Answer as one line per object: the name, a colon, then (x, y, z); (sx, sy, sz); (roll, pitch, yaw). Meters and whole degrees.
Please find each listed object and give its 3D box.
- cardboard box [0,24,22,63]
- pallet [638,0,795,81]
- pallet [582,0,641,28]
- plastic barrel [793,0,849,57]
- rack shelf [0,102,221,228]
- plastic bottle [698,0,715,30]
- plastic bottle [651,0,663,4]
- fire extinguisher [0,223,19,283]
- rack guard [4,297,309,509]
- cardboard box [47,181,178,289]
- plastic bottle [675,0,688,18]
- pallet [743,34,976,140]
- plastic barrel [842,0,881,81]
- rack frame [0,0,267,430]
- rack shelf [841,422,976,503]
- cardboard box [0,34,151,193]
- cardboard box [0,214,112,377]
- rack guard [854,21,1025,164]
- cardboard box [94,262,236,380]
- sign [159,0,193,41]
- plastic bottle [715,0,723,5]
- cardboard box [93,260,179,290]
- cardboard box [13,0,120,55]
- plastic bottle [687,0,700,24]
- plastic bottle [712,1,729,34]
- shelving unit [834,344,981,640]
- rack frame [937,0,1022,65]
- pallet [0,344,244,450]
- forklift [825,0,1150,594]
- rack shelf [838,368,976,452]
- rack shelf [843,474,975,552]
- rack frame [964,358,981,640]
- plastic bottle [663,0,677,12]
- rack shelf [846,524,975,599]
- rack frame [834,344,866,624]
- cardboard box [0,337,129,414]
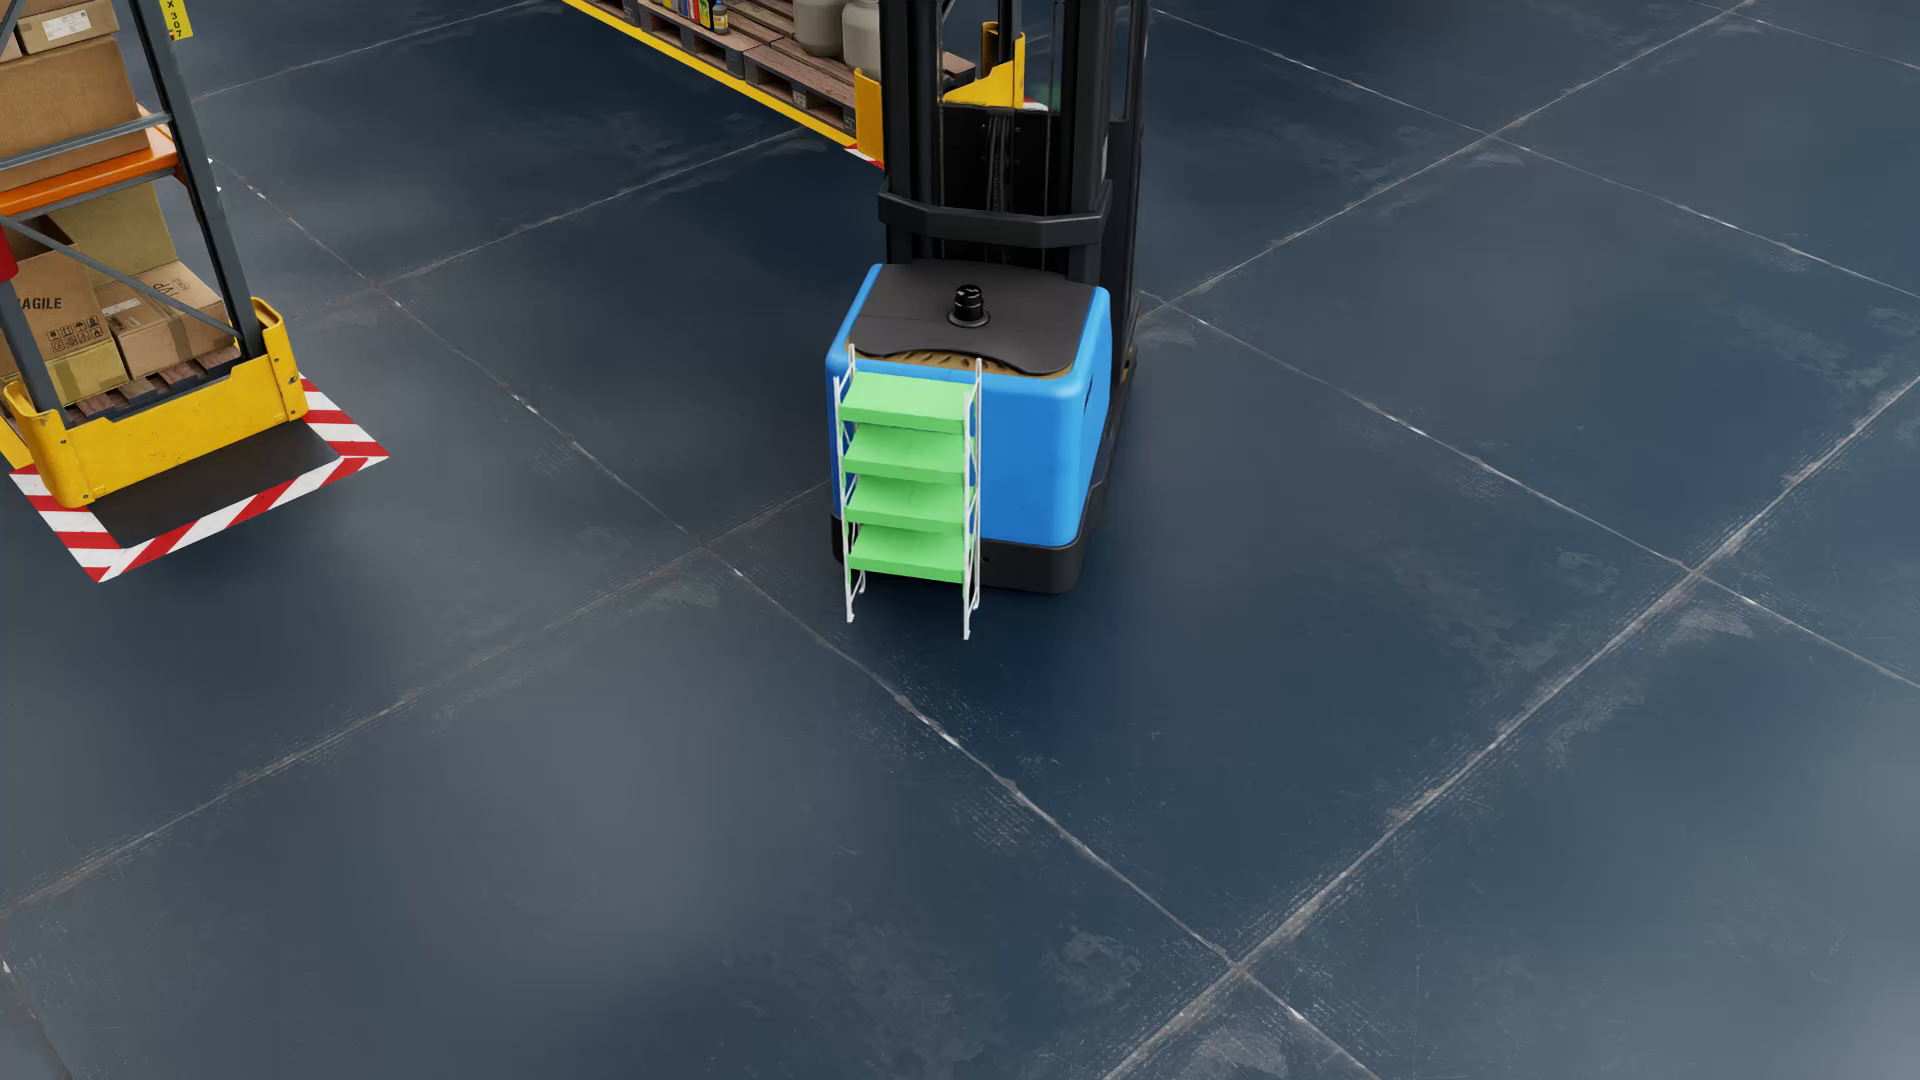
cardboard box: (-4.078, -2.016, 6.763); (0.380, 0.149, 0.250); (-31, 48, -32)
pallet: (-1.480, -3.605, 11.546); (1.003, 0.211, 1.213); (-30, 48, -32)
pallet: (-2.310, -4.170, 12.245); (1.003, 0.211, 1.213); (-30, 48, -32)
plastic barrel: (-0.868, -3.432, 10.758); (0.421, 0.512, 0.421); (0, 39, 0)
rack shelf: (-5.031, -2.275, 8.252); (1.077, 0.370, 4.000); (-30, 48, -32)
plastic bottle: (-1.685, -3.557, 11.078); (0.061, 0.283, 0.133); (-29, 47, -31)
plastic bottle: (-2.078, -3.890, 11.437); (0.144, 0.351, 0.185); (-30, 48, -32)
fire extinguisher: (-3.941, -1.347, 6.592); (0.296, 0.674, 0.183); (-30, 48, -32)
rack guard: (-3.663, -0.645, 7.651); (1.175, 0.500, 0.348); (-30, 48, -32)
cardboard box: (-4.217, -1.588, 8.086); (0.500, 0.500, 0.500); (-30, 48, -32)
plastic bottle: (-1.837, -3.700, 11.261); (0.152, 0.276, 0.135); (-31, 48, -33)
pallet: (-0.659, -3.041, 10.847); (1.003, 0.211, 1.213); (-30, 48, -32)
plastic barrel: (-0.529, -3.200, 10.470); (0.421, 0.512, 0.421); (0, 39, 0)
rack frame: (-3.679, -1.629, 6.880); (1.000, 3.000, 0.127); (-30, 48, -32)
rack shelf: (-0.192, -0.303, 6.389); (0.480, 0.148, 0.258); (8, 40, 9)
cardboard box: (-3.985, -1.889, 7.122); (0.700, 0.500, 0.500); (-30, 48, -32)
cardboard box: (-4.261, -1.136, 7.527); (0.500, 0.500, 0.500); (-30, 48, -32)
rack guard: (-0.114, -2.775, 10.288); (1.175, 0.500, 0.348); (-30, 48, -32)
cardboard box: (-3.878, -1.065, 8.036); (0.500, 0.250, 0.500); (-30, 48, -32)
sign: (-3.266, -2.230, 6.871); (0.100, 0.325, 0.005); (-30, 48, -32)
plastic bottle: (-1.665, -3.684, 11.236); (0.061, 0.283, 0.133); (-30, 48, -32)
cardboard box: (-4.219, -1.295, 8.321); (0.500, 0.250, 0.500); (-30, 48, -32)
cardboard box: (-3.786, -2.193, 6.983); (0.380, 0.149, 0.250); (-30, 48, -32)
plastic bottle: (-1.743, -3.636, 11.182); (0.152, 0.276, 0.135); (-30, 47, -31)
plastic bottle: (-1.593, -3.478, 11.047); (0.097, 0.201, 0.097); (0, 39, 0)
shelving unit: (-0.191, -0.166, 6.500); (0.503, 1.200, 0.258); (8, 40, 9)
rack frame: (-0.028, -3.732, 9.484); (1.000, 3.000, 0.127); (-30, 48, -32)
pallet: (-4.227, -0.880, 8.172); (1.003, 0.211, 1.213); (-30, 48, -32)
forklift: (0.264, -1.847, 7.204); (1.130, 2.935, 3.031); (8, 40, 9)
rack shelf: (-0.192, -0.489, 6.238); (0.480, 0.148, 0.258); (8, 40, 9)
rack shelf: (-0.191, -0.116, 6.540); (0.480, 0.148, 0.258); (8, 40, 9)
rack frame: (0.047, -0.135, 6.461); (0.015, 1.200, 0.240); (8, 40, 9)
plastic bottle: (-1.952, -3.804, 11.331); (0.144, 0.351, 0.185); (-28, 47, -30)
rack shelf: (-0.191, 0.070, 6.692); (0.480, 0.148, 0.258); (8, 40, 9)
rack frame: (-0.430, -0.198, 6.539); (0.015, 1.200, 0.240); (8, 40, 9)
cardboard box: (-4.259, -0.845, 7.763); (0.500, 0.250, 0.500); (-30, 48, -32)
